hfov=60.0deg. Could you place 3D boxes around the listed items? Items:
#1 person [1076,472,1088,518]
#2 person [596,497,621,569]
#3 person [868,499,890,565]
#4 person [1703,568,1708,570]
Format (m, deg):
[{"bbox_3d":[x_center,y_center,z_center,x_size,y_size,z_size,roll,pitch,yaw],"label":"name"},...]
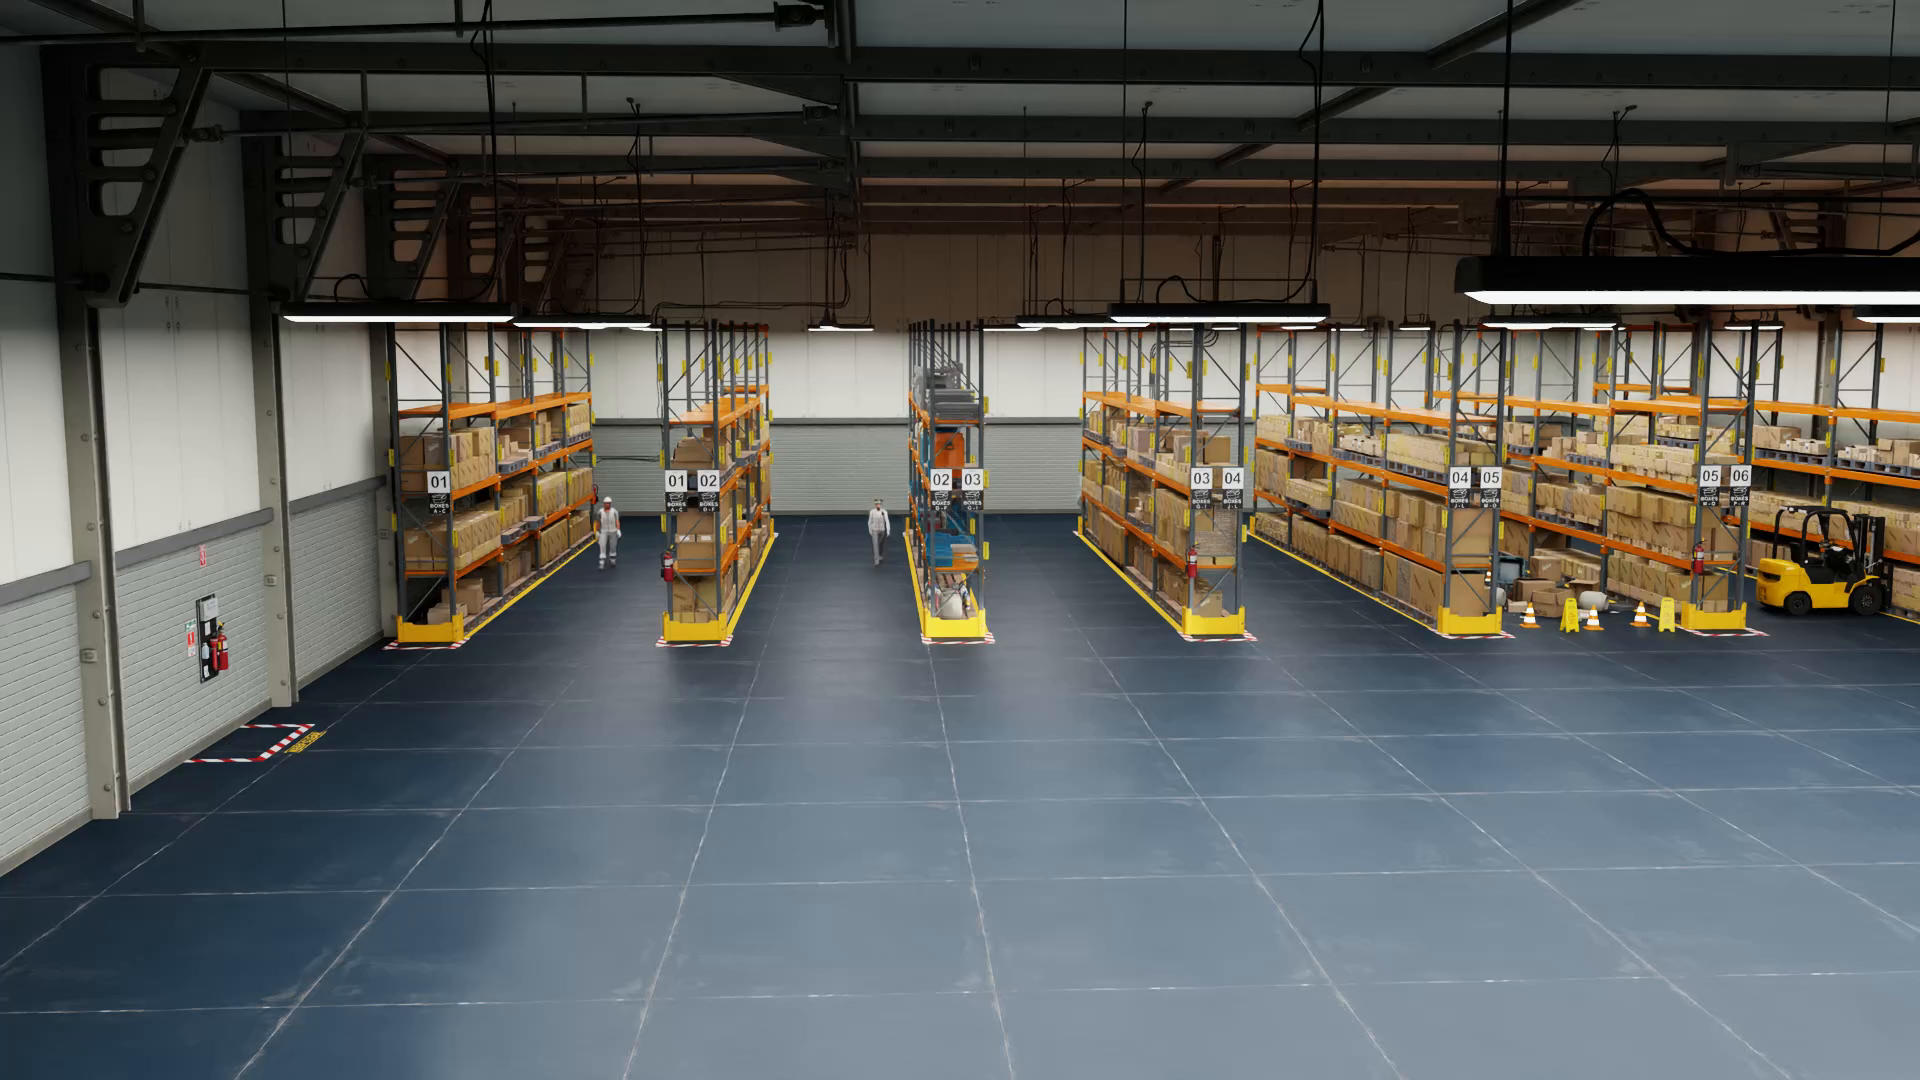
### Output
[{"bbox_3d":[3.896,-1.512,51.524,0.497,1.802,0.622,-4,8,-31],"label":"person"},{"bbox_3d":[-8.610,-0.190,40.691,0.618,1.714,1.070,-1,7,-8],"label":"person"},{"bbox_3d":[-2.027,-0.240,41.617,0.534,1.614,1.034,-1,7,-5],"label":"person"},{"bbox_3d":[16.271,0.367,36.524,0.531,1.743,0.525,-2,7,-15],"label":"person"}]
